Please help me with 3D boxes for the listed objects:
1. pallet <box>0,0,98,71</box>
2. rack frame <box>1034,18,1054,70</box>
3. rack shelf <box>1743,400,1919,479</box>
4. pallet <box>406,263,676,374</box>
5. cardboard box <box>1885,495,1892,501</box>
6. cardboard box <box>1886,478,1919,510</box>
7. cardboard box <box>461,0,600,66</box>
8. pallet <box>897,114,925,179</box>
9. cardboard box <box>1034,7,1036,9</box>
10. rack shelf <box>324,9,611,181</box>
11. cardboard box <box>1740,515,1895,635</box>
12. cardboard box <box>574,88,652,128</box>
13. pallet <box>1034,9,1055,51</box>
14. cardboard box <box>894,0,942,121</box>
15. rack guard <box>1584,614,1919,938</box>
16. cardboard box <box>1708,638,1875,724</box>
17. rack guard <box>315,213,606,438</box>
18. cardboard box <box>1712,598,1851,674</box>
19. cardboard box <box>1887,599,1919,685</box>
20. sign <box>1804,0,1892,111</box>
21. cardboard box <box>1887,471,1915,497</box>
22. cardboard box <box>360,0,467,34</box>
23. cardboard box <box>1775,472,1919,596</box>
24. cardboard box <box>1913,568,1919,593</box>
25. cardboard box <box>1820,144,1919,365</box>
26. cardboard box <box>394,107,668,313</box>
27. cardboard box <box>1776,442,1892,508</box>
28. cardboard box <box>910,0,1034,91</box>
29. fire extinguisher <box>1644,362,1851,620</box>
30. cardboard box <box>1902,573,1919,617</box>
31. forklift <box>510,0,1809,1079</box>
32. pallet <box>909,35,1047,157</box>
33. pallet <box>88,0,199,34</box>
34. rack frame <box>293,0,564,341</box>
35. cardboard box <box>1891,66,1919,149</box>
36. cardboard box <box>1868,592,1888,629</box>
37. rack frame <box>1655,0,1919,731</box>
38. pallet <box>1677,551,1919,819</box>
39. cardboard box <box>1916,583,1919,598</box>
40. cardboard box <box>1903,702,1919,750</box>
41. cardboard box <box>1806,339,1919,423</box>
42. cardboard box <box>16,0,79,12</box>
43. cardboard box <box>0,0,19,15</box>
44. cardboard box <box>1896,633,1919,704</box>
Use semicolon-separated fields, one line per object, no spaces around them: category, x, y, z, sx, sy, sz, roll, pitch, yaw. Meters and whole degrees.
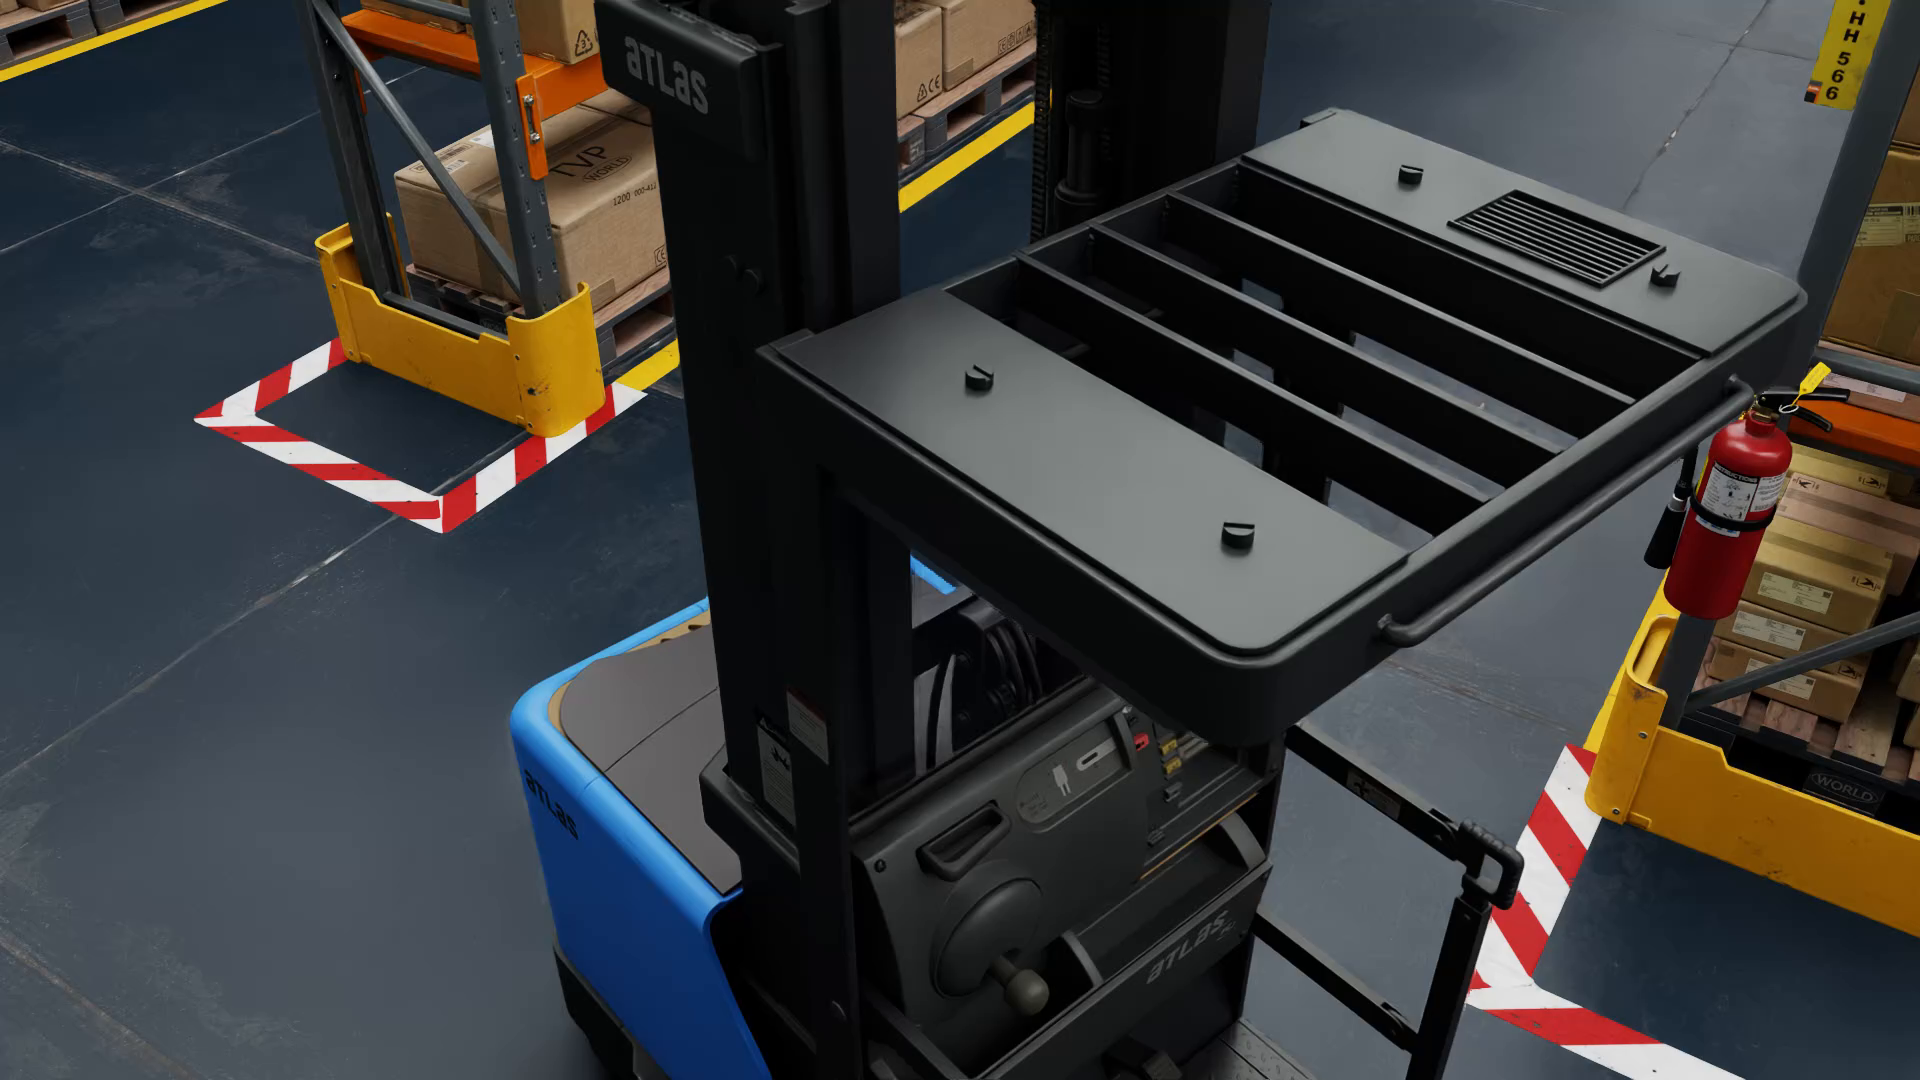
pallet;-5.645;-2.816;9.230;1.003;0.211;1.213;21;42;25
rack frame;0.224;-3.910;8.365;1.000;3.000;0.127;21;42;25
rack shelf;3.386;-1.027;5.215;1.077;0.370;4.000;21;42;25
pallet;-1.557;-1.181;7.110;1.003;0.211;1.213;21;42;25
cardboard box;2.633;-0.070;5.131;0.380;0.149;0.250;19;42;23
cardboard box;2.864;-0.175;5.267;0.380;0.149;0.250;21;42;25
cardboard box;-1.420;-2.041;5.859;0.500;0.500;0.500;21;42;25
pallet;-0.903;-1.808;7.922;1.003;0.211;1.213;21;42;25
cardboard box;0.488;-3.581;9.334;0.875;0.875;0.875;23;43;26
rack shelf;-0.848;-2.594;7.247;1.077;0.370;4.000;21;42;25
cardboard box;2.384;0.090;4.680;0.380;0.149;0.250;22;43;26
cardboard box;-1.167;-1.847;7.444;0.875;0.438;0.875;22;43;26
pallet;0.573;-3.228;9.765;1.003;0.211;1.213;21;42;25
cardboard box;-0.682;-2.311;8.046;0.875;0.438;0.875;20;42;24
rack guard;2.355;0.670;4.472;1.175;0.500;0.348;21;42;25
cardboard box;2.420;0.342;4.840;0.380;0.149;0.250;22;43;26
rack guard;-1.932;-0.846;6.438;1.175;0.500;0.348;21;42;25
cardboard box;2.356;0.199;4.783;0.380;0.149;0.250;20;42;24
cardboard box;2.937;0.355;4.824;0.380;0.149;0.250;21;42;25
sign;1.857;-1.057;3.457;0.100;0.325;0.005;21;42;25
cardboard box;2.791;-0.308;5.197;0.380;0.149;0.250;19;42;23
cardboard box;-1.884;-2.223;6.095;0.500;0.500;0.500;21;42;25
cardboard box;2.567;-0.020;4.823;0.380;0.149;0.250;22;43;26
cardboard box;3.063;0.100;4.911;0.380;0.149;0.250;22;43;26
cardboard box;2.338;-0.754;3.946;0.500;0.500;0.500;22;43;26
cardboard box;-1.650;-1.373;6.828;0.875;0.438;0.875;20;42;24
cardboard box;2.599;-0.195;5.050;0.380;0.149;0.250;20;42;24
cardboard box;-0.203;-2.773;8.645;0.875;0.438;0.875;21;42;24
fire extinguisher;1.790;-0.124;3.822;0.296;0.674;0.183;21;42;25
cardboard box;3.064;0.224;4.993;0.380;0.149;0.250;22;43;26
forklift;0.367;0.510;2.688;1.130;2.935;3.031;-28;46;-32
pallet;-0.250;-2.439;8.741;1.003;0.211;1.213;21;42;25
pallet;-4.991;-3.442;10.042;1.003;0.211;1.213;21;42;25
rack frame;-1.919;-1.848;5.690;1.000;3.000;0.127;21;42;25
cardboard box;2.350;-1.152;3.643;0.500;0.500;0.500;20;42;24
cardboard box;2.542;0.081;4.935;0.380;0.149;0.250;20;42;24
rack frame;2.315;-0.281;3.658;1.000;3.000;0.127;21;42;25
pallet;2.820;0.377;5.088;1.003;0.211;1.213;21;42;25
cardboard box;2.928;0.106;4.660;0.380;0.149;0.250;22;43;26
cardboard box;2.866;0.516;4.614;0.380;0.149;0.250;22;43;26
cardboard box;2.251;-0.442;4.072;0.380;0.149;0.250;21;42;25
cardboard box;-5.214;-3.358;9.353;0.700;0.500;0.500;23;43;27
cardboard box;-5.444;-2.998;9.173;0.380;0.149;0.250;19;42;23
cardboard box;2.812;0.378;4.550;0.380;0.149;0.250;23;43;27
